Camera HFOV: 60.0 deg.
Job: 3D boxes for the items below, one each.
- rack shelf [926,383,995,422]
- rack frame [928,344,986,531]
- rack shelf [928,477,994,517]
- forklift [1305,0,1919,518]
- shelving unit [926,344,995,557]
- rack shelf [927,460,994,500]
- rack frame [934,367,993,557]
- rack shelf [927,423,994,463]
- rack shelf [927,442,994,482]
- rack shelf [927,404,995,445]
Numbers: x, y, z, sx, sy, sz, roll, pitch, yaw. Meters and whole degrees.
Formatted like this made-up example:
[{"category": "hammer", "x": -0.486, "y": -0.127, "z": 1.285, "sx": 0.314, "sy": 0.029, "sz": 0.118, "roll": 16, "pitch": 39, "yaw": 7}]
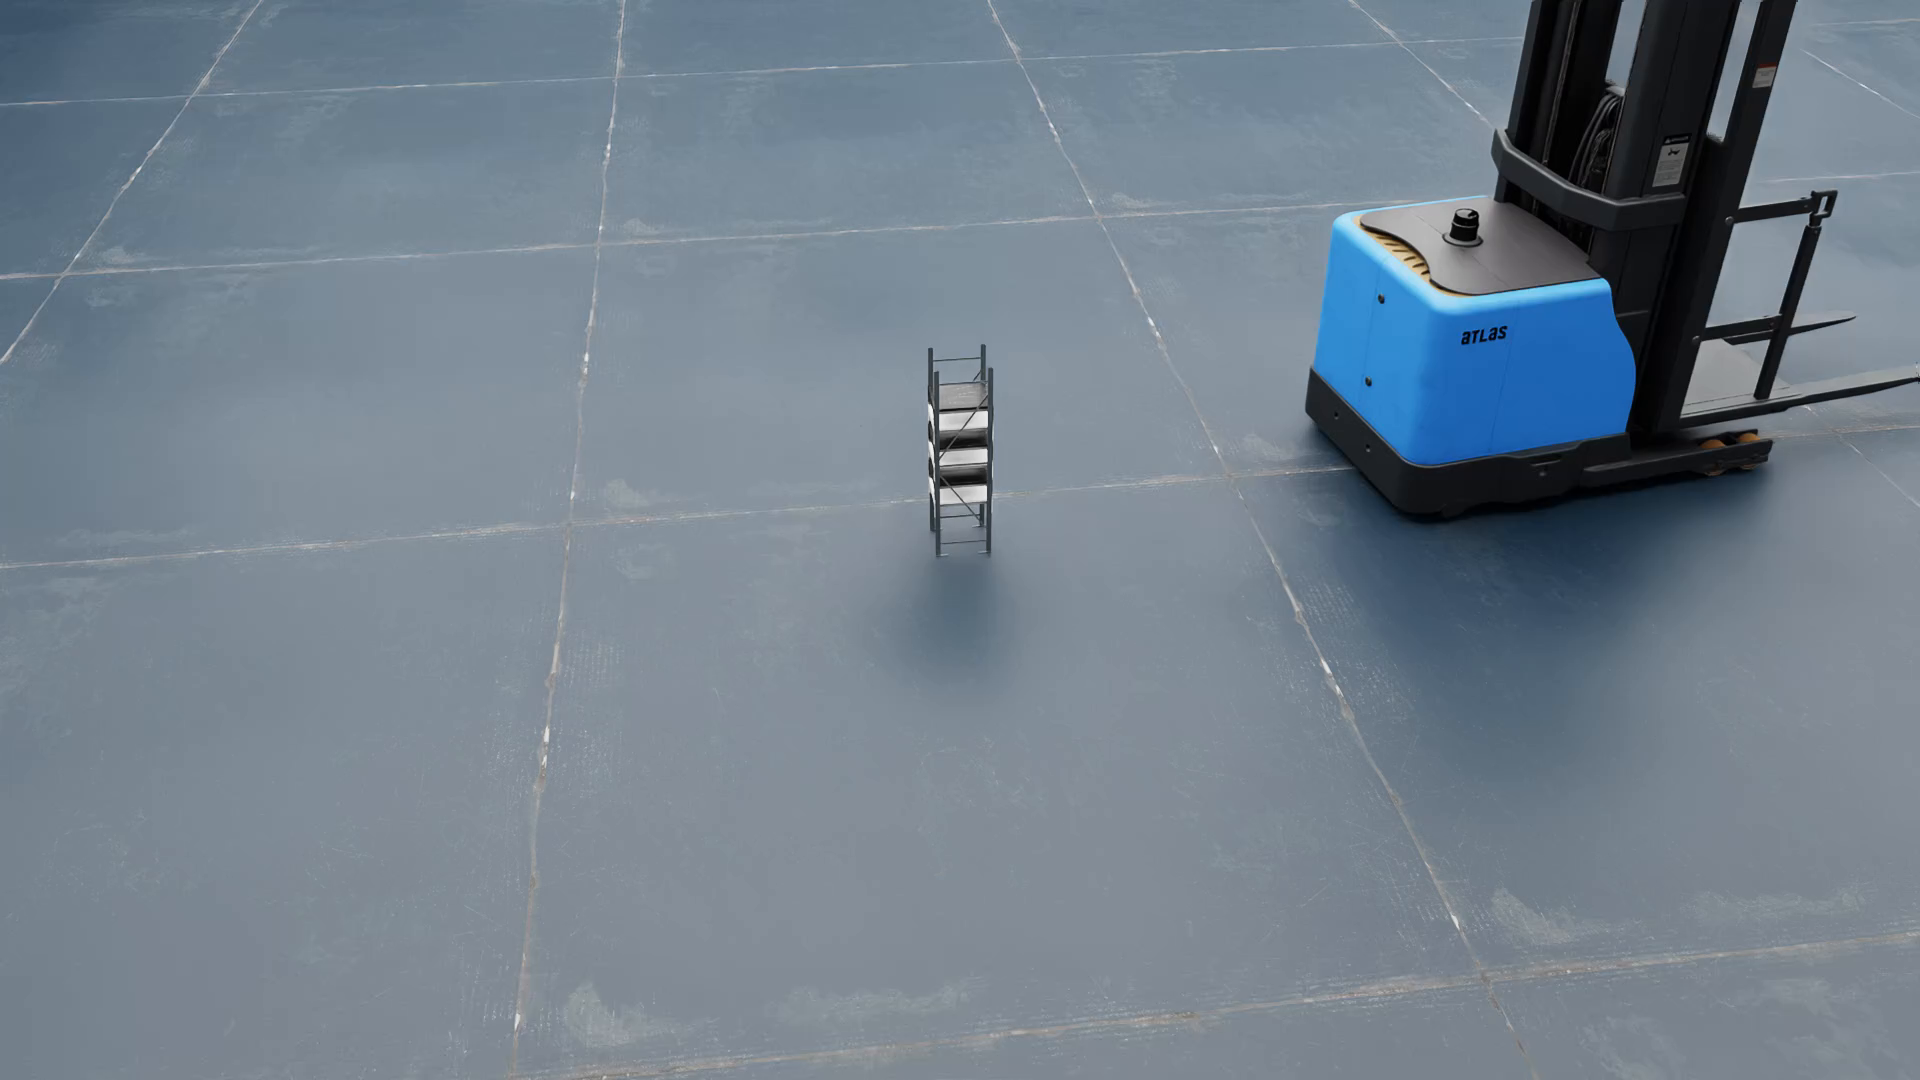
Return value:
[{"category": "rack shelf", "x": 0.001, "y": -0.563, "z": 6.857, "sx": 0.258, "sy": 0.077, "sz": 0.200, "roll": -4, "pitch": 35, "yaw": -6}, {"category": "rack frame", "x": -0.013, "y": -0.424, "z": 7.073, "sx": 0.240, "sy": 0.900, "sz": 0.006, "roll": -4, "pitch": 35, "yaw": -6}, {"category": "rack shelf", "x": 0.001, "y": -0.191, "z": 7.110, "sx": 0.258, "sy": 0.077, "sz": 0.200, "roll": -4, "pitch": 35, "yaw": -6}, {"category": "forklift", "x": 3.243, "y": -1.782, "z": 7.262, "sx": 3.031, "sy": 2.935, "sz": 1.130, "roll": -10, "pitch": 35, "yaw": -14}, {"category": "shelving unit", "x": 0.001, "y": -0.367, "z": 6.990, "sx": 0.258, "sy": 0.900, "sz": 0.210, "roll": -4, "pitch": 35, "yaw": -6}, {"category": "rack shelf", "x": 0.001, "y": -0.265, "z": 7.059, "sx": 0.258, "sy": 0.077, "sz": 0.200, "roll": -4, "pitch": 35, "yaw": -6}, {"category": "rack frame", "x": 0.015, "y": -0.311, "z": 6.907, "sx": 0.240, "sy": 0.900, "sz": 0.006, "roll": -4, "pitch": 35, "yaw": -6}, {"category": "rack shelf", "x": 0.001, "y": -0.414, "z": 6.958, "sx": 0.258, "sy": 0.077, "sz": 0.200, "roll": -4, "pitch": 35, "yaw": -6}, {"category": "rack shelf", "x": 0.001, "y": -0.340, "z": 7.009, "sx": 0.258, "sy": 0.077, "sz": 0.200, "roll": -4, "pitch": 35, "yaw": -6}, {"category": "rack shelf", "x": 0.001, "y": -0.489, "z": 6.907, "sx": 0.258, "sy": 0.077, "sz": 0.200, "roll": -4, "pitch": 35, "yaw": -6}]
